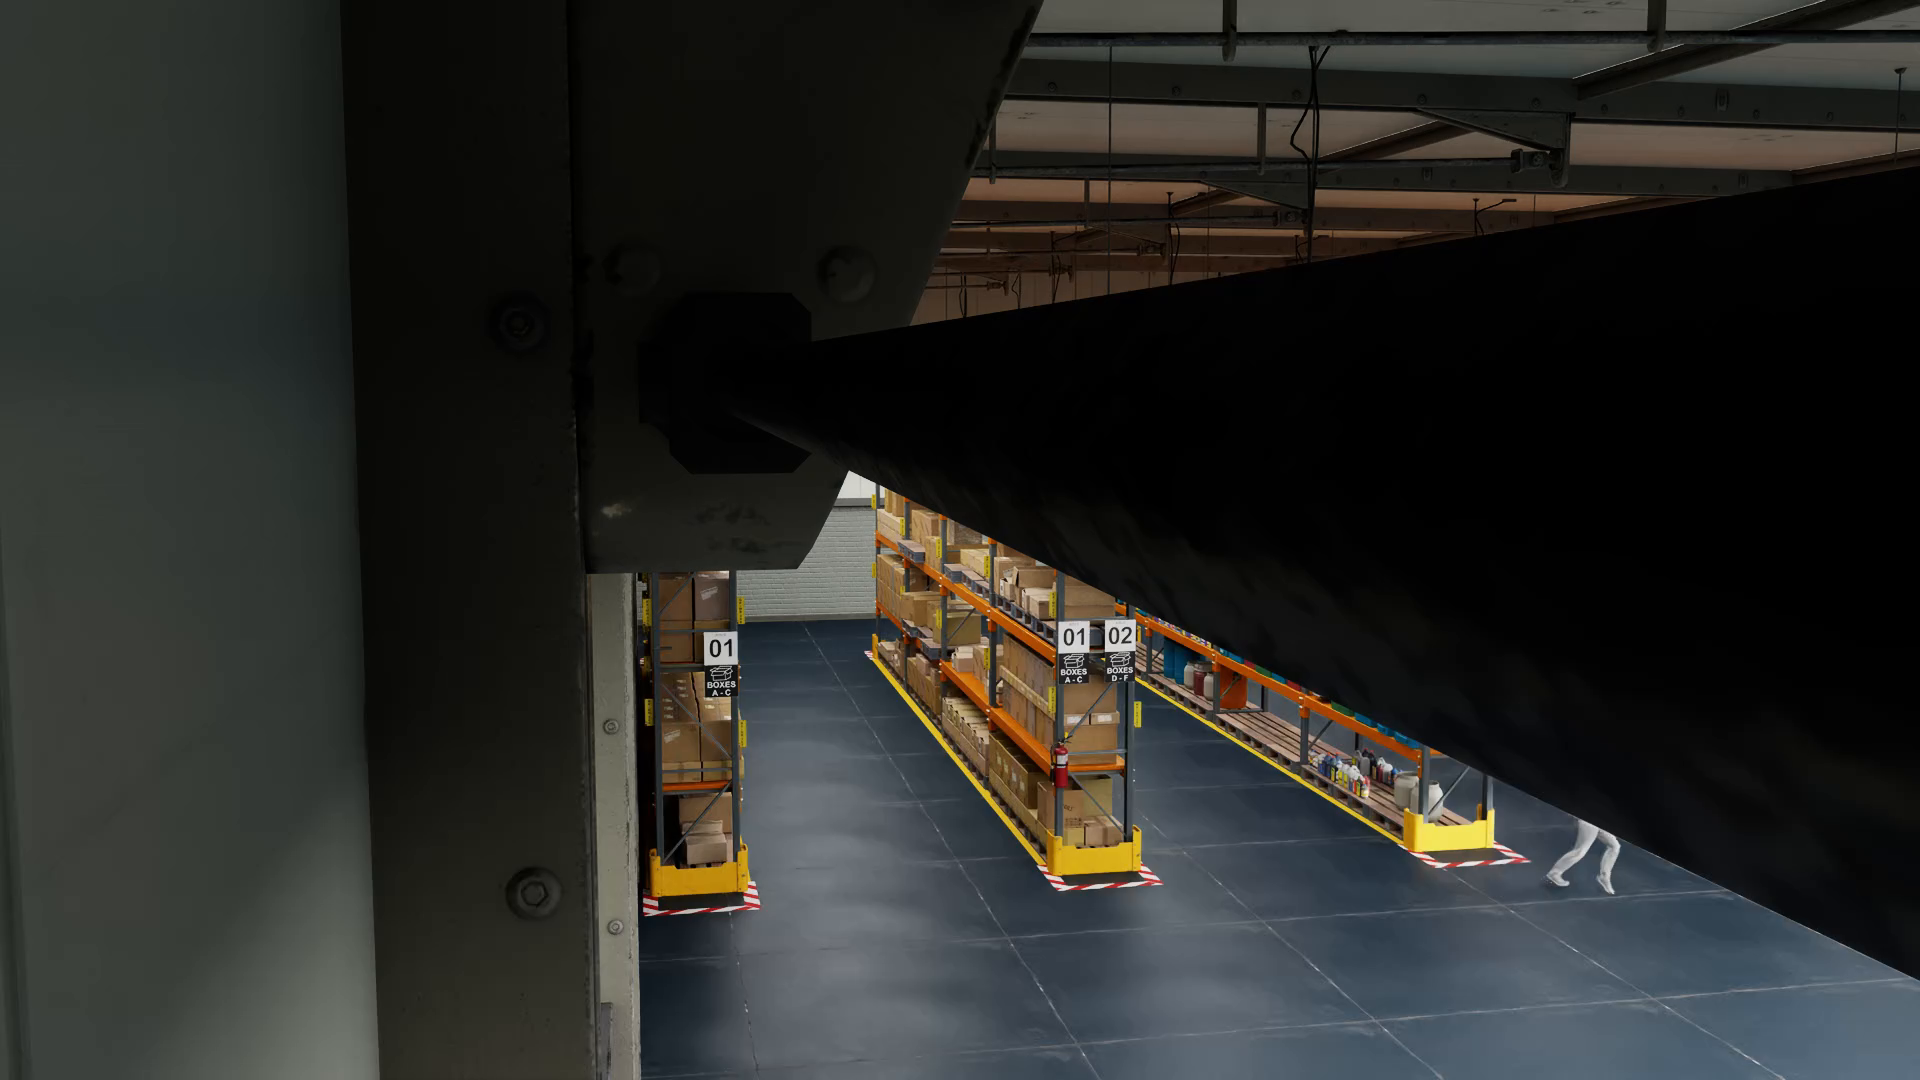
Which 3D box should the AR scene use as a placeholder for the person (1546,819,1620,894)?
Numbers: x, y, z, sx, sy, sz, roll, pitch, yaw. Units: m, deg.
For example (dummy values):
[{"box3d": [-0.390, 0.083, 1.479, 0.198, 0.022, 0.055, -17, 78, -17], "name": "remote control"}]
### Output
[{"box3d": [7.645, 3.511, 20.186, 0.953, 1.595, 0.651, 2, 6, 18], "name": "person"}]
